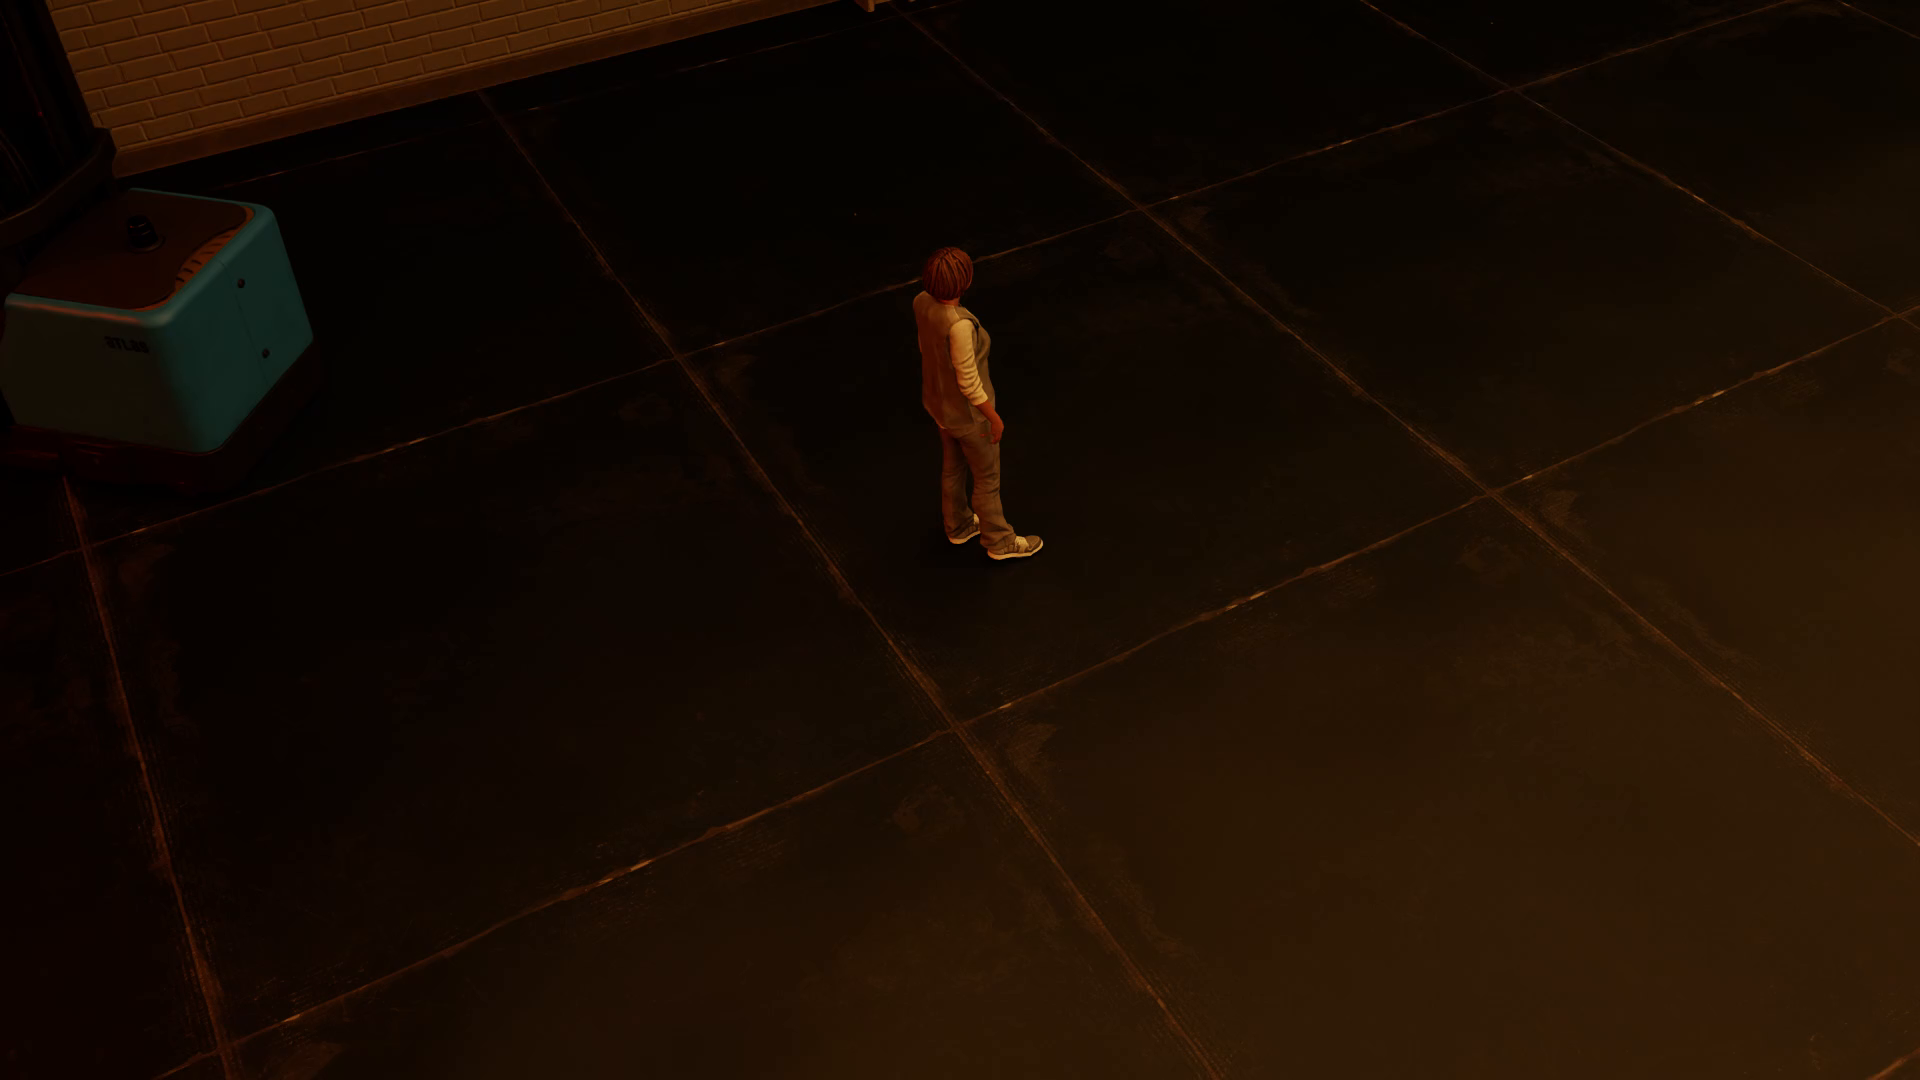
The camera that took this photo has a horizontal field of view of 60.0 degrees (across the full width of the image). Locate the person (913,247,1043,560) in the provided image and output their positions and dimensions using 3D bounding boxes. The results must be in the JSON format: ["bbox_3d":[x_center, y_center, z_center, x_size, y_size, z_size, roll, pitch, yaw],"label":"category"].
[{"bbox_3d":[0.072,-0.608,7.324,0.473,1.599,0.521,-21,47,-21],"label":"person"}]

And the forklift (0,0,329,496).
[{"bbox_3d":[-4.863,-1.812,7.652,3.031,2.935,1.130,9,44,10],"label":"forklift"}]
